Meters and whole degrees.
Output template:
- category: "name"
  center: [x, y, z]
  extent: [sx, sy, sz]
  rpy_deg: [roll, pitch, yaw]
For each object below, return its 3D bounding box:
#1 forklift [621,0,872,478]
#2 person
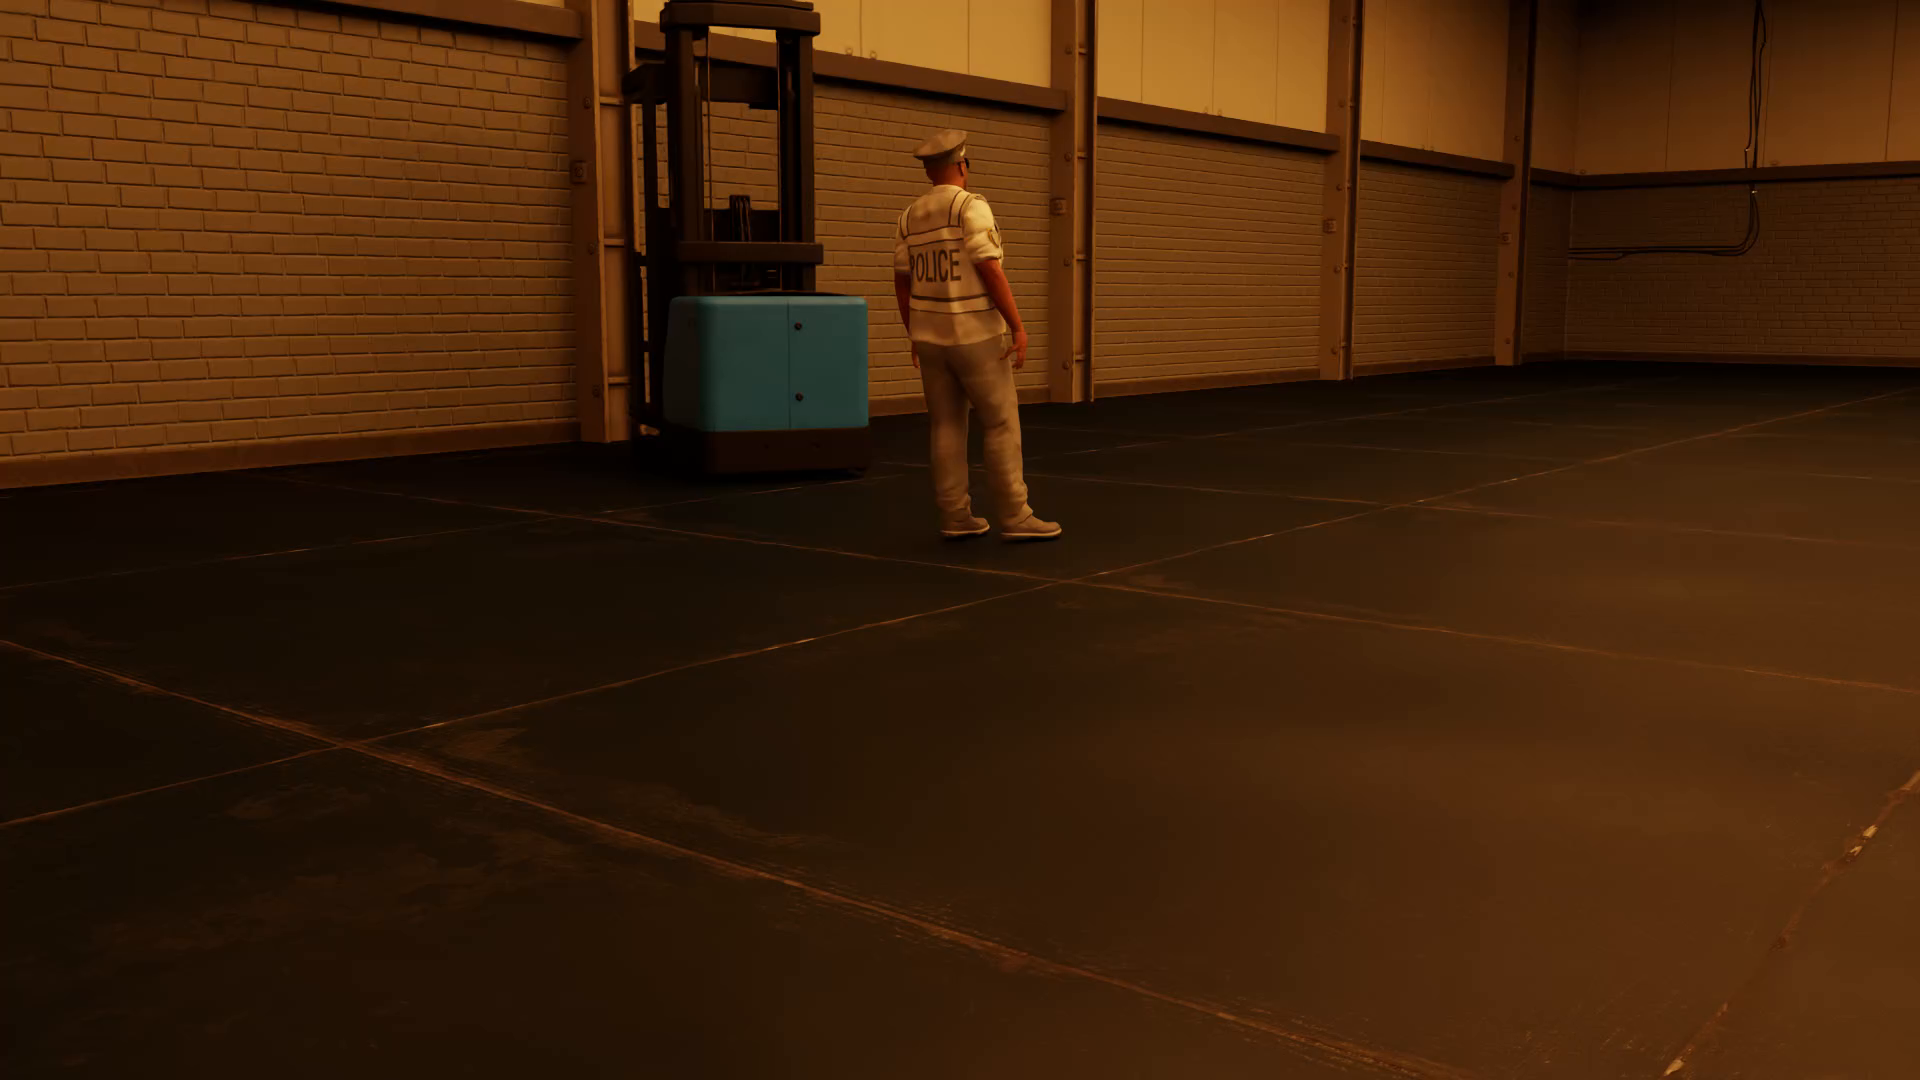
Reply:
- category: "forklift"
  center: [-1.556, -1.985, 10.844]
  extent: [1.130, 2.935, 3.031]
  rpy_deg: [-3, 9, -22]
- category: "person"
  center: [0.058, -0.897, 7.327]
  extent: [0.640, 1.781, 0.575]
  rpy_deg: [7, 11, 38]
